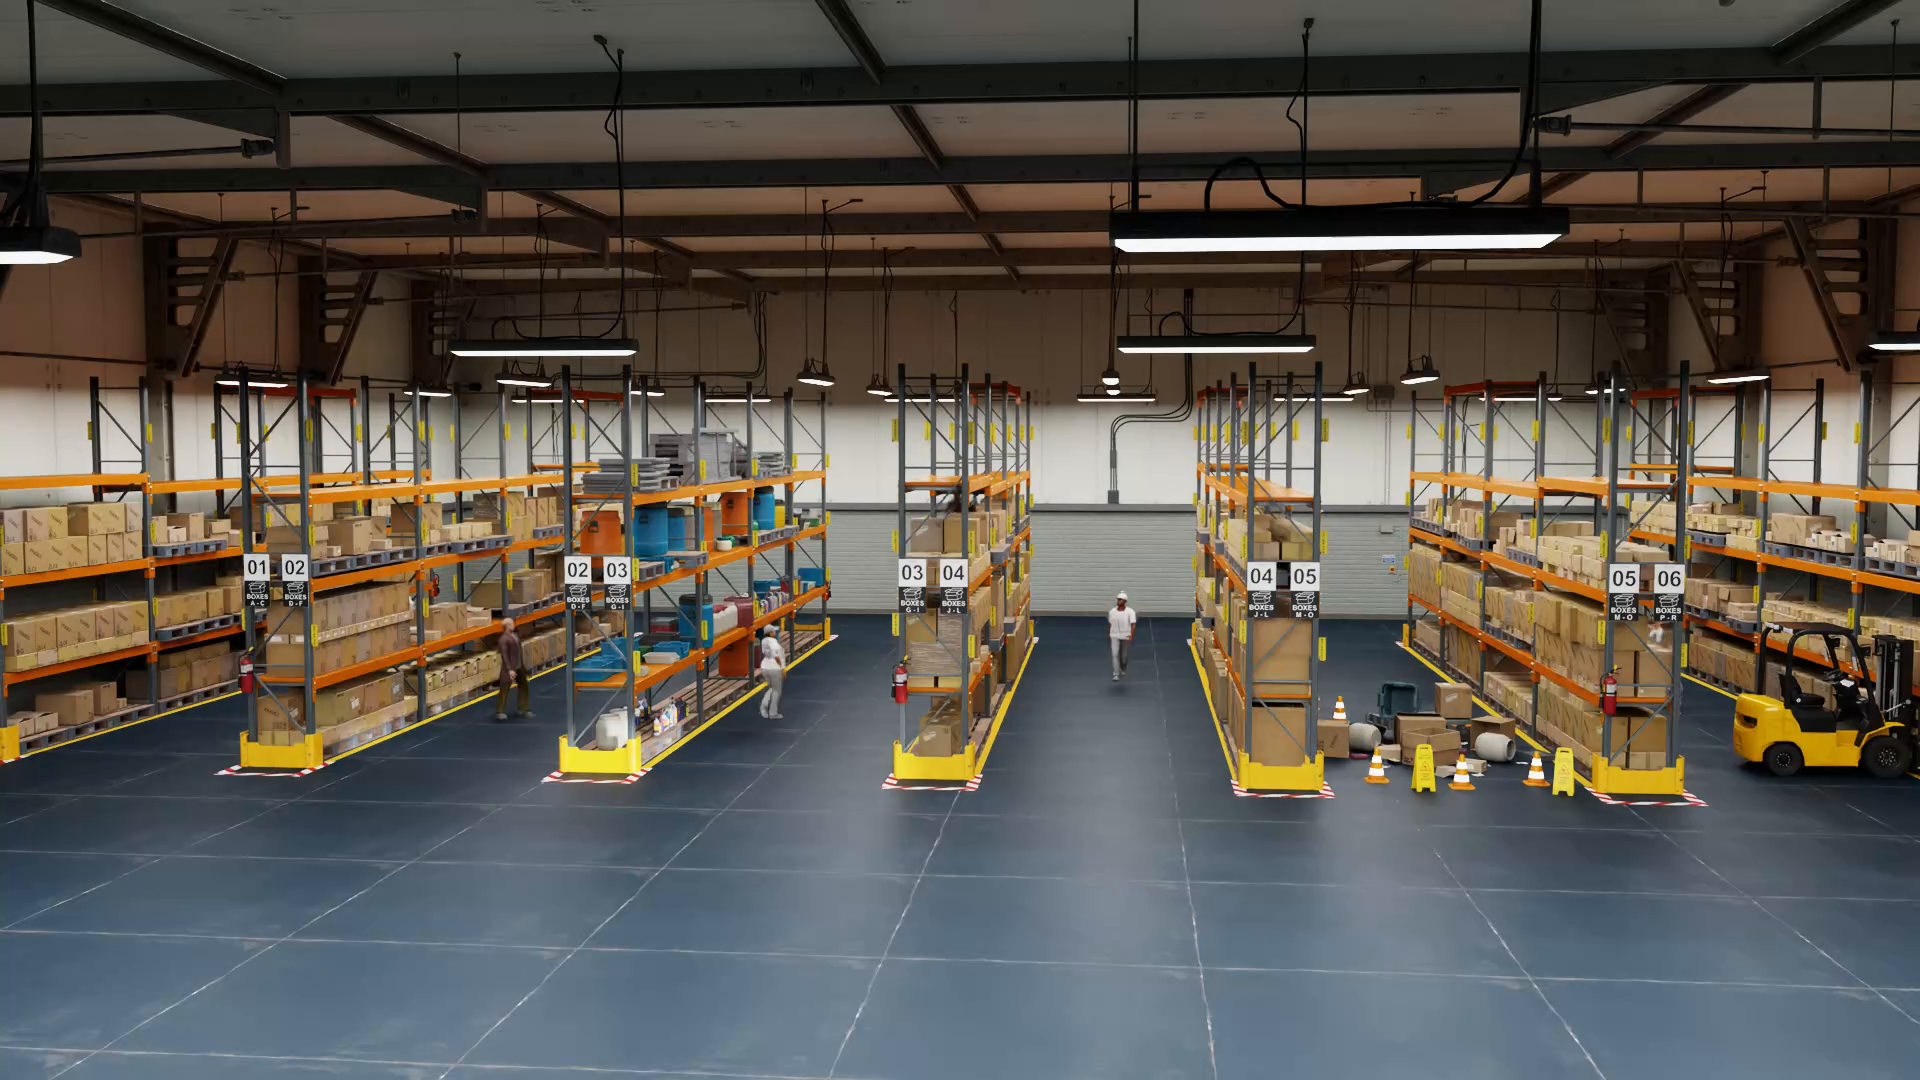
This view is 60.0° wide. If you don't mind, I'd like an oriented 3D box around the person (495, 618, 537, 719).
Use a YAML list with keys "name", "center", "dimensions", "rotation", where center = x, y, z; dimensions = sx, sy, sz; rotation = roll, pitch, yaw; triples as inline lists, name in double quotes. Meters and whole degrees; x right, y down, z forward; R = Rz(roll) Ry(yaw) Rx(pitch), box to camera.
- name: "person"
  center: [-7.835, 2.265, 29.152]
  dimensions: [0.548, 1.822, 0.691]
  rotation: [1, 4, 21]

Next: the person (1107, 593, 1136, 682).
- name: "person"
  center: [3.169, 1.902, 32.591]
  dimensions: [0.557, 1.715, 1.055]
  rotation: [0, 4, 3]

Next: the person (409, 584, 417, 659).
- name: "person"
  center: [-12.212, 1.796, 36.909]
  dimensions: [0.655, 1.674, 0.475]
  rotation: [0, 4, 6]

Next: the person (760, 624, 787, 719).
- name: "person"
  center: [-3.243, 2.288, 28.973]
  dimensions: [0.500, 1.659, 0.454]
  rotation: [3, 5, 43]

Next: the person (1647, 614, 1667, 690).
- name: "person"
  center: [12.834, 2.179, 30.788]
  dimensions: [0.450, 1.660, 0.482]
  rotation: [3, 4, 35]
